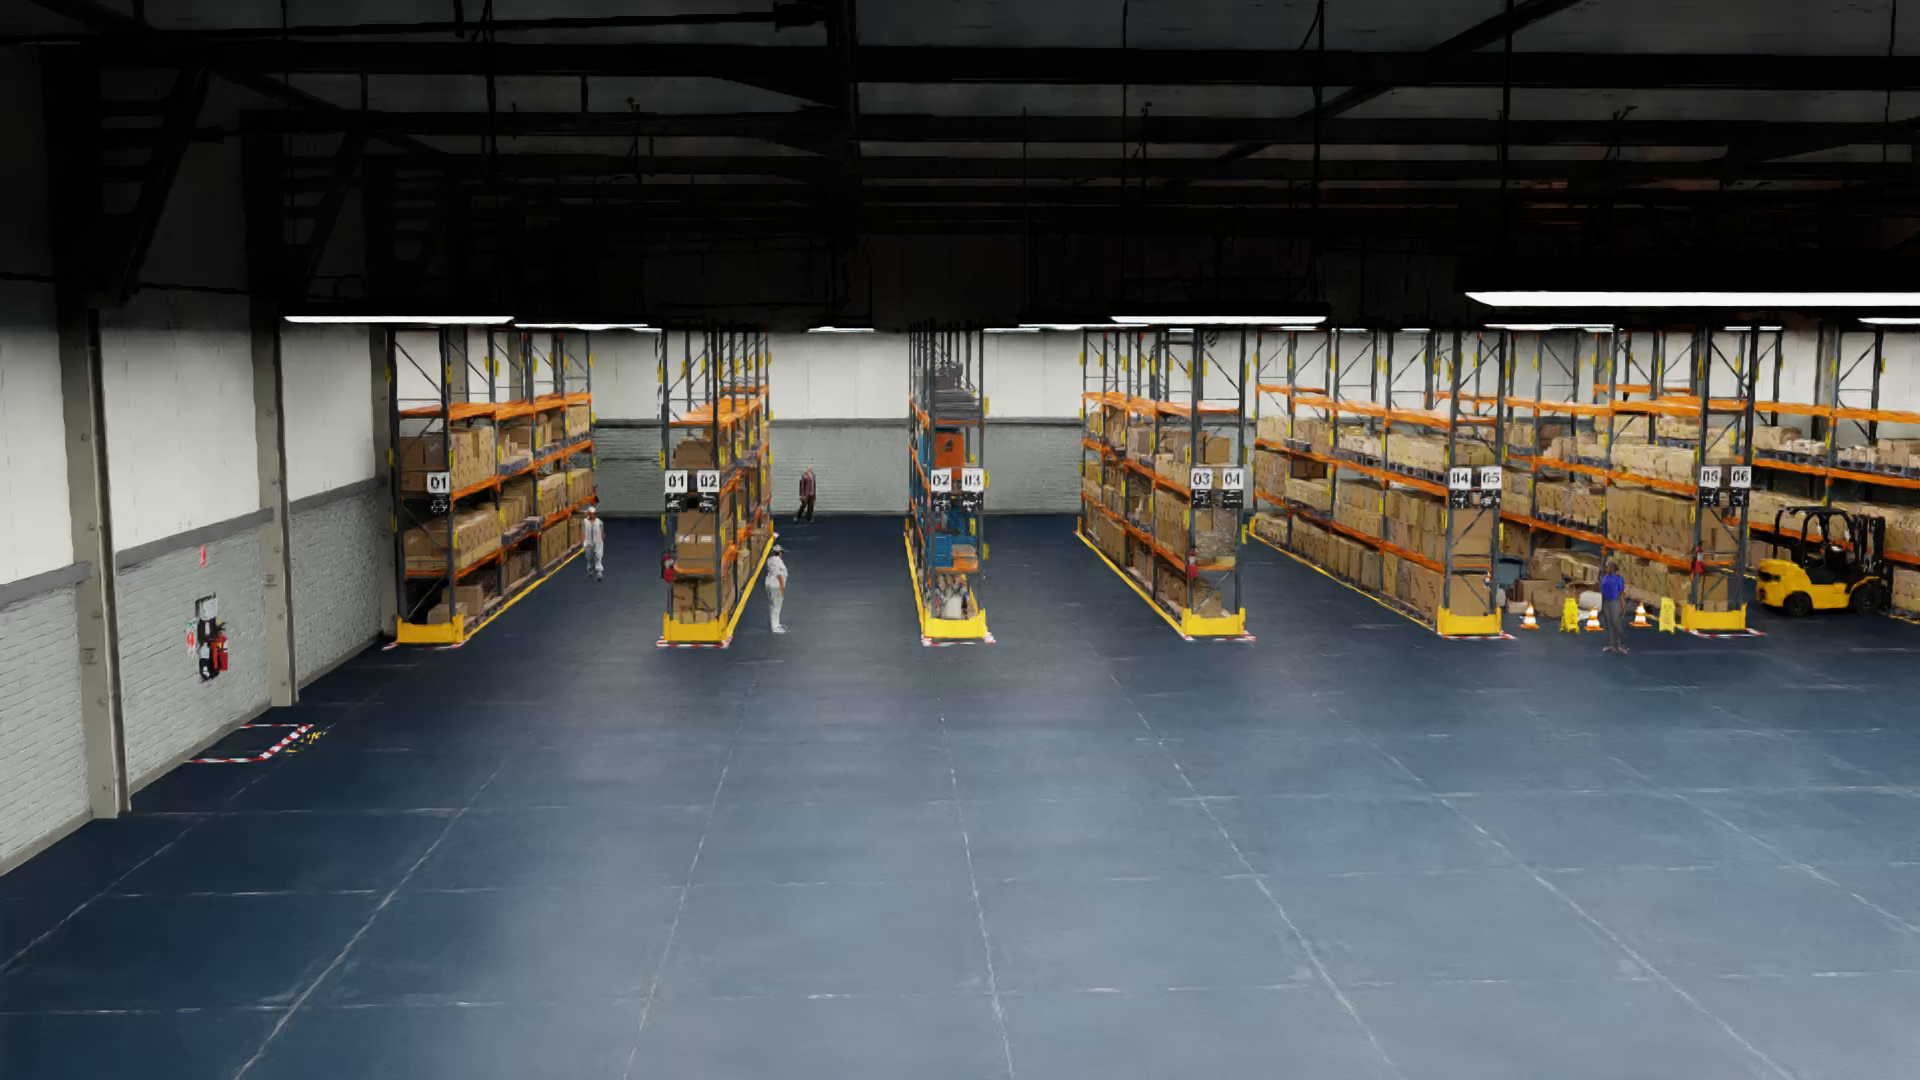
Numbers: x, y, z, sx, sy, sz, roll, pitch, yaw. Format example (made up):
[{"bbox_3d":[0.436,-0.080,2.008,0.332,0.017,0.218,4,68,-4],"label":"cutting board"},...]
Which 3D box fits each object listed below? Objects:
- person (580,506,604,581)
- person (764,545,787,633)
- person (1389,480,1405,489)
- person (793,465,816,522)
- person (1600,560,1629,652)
[{"bbox_3d":[-8.577,0.066,38.794,0.528,1.727,1.030,-1,7,-11],"label":"person"},{"bbox_3d":[-3.521,0.923,32.138,0.463,1.673,0.578,-4,8,-30],"label":"person"},{"bbox_3d":[13.189,-1.339,50.024,0.445,1.760,0.721,-5,9,-34],"label":"person"},{"bbox_3d":[-4.726,-1.417,50.695,0.774,1.767,0.537,-6,10,-42],"label":"person"},{"bbox_3d":[11.842,1.190,30.062,0.385,1.651,0.571,-4,8,-29],"label":"person"}]
